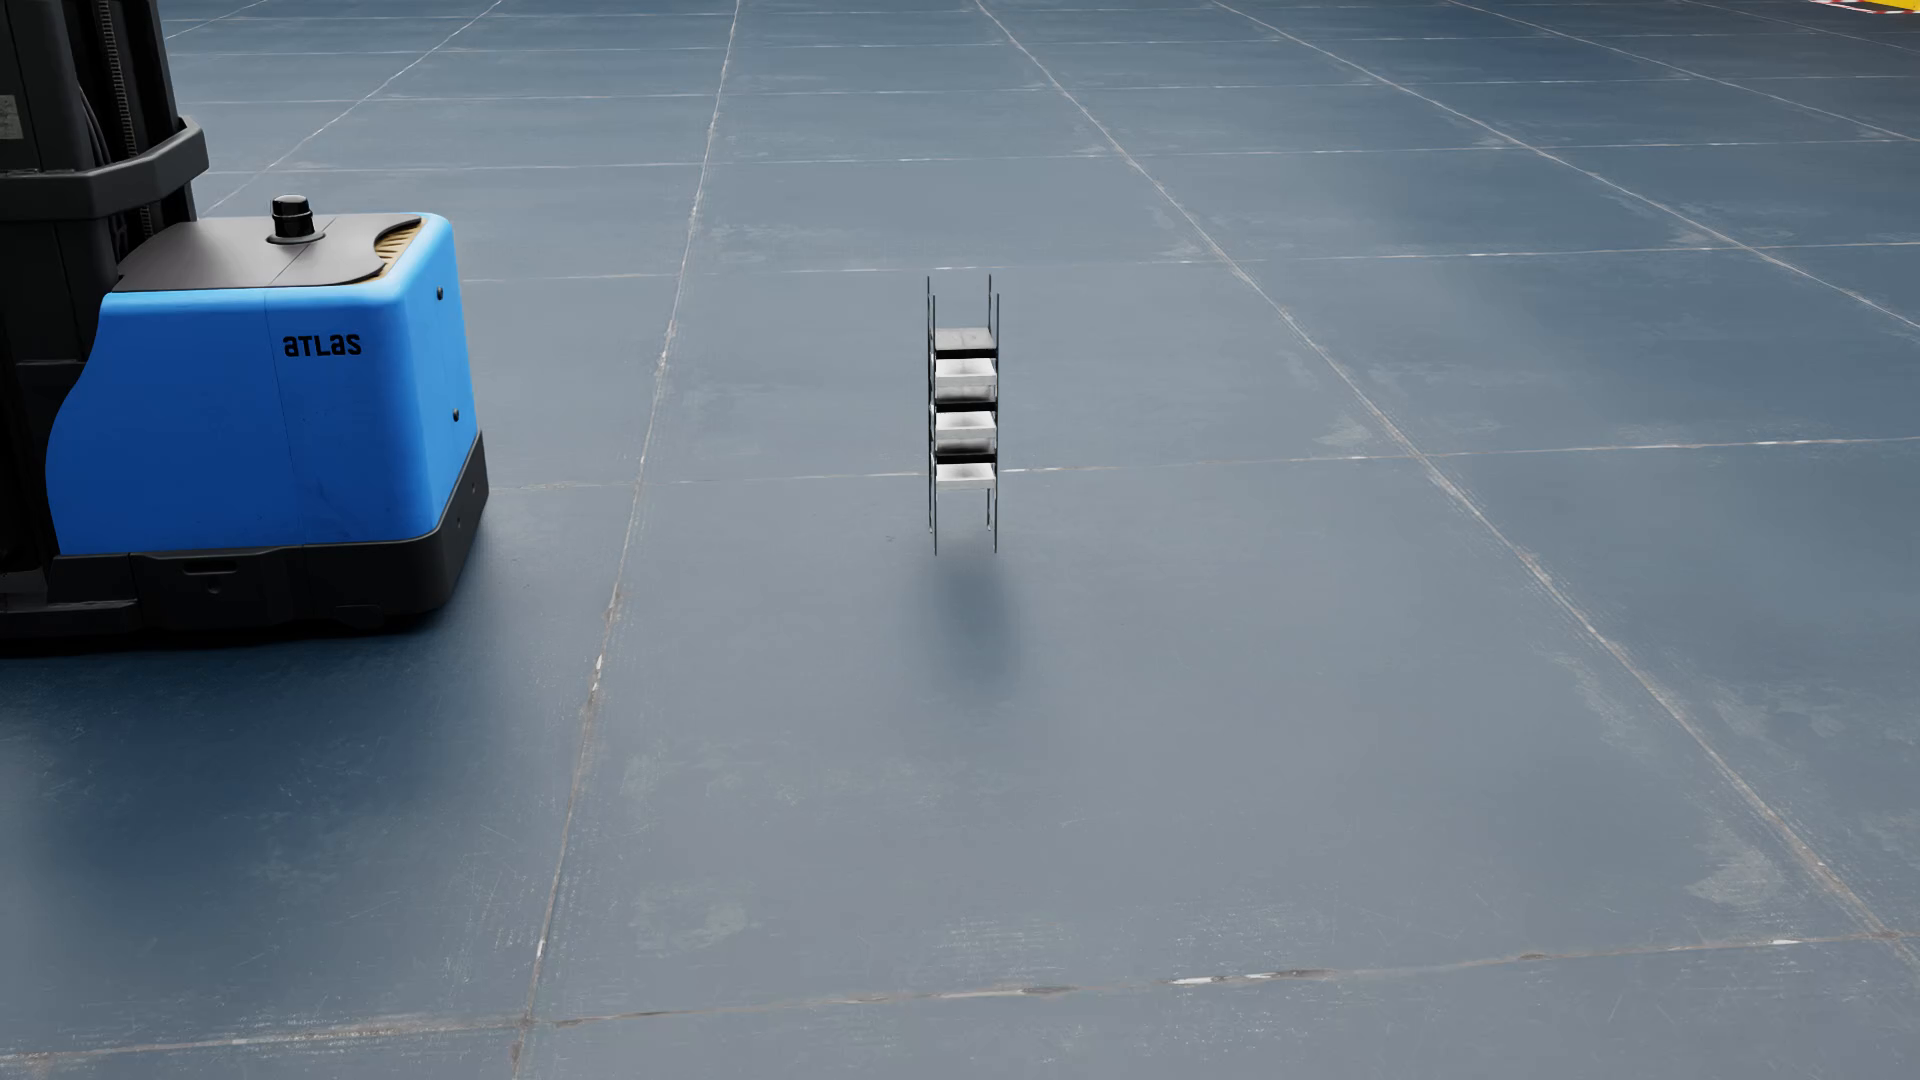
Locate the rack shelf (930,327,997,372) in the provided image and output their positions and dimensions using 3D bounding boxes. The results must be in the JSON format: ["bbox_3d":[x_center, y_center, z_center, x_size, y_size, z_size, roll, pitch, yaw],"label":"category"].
[{"bbox_3d":[0.008,-0.628,5.434,0.200,0.077,0.258,-2,24,-5],"label":"rack shelf"}]

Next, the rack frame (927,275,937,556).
[{"bbox_3d":[-0.093,-0.407,5.521,0.006,0.900,0.240,-2,24,-5],"label":"rack frame"}]

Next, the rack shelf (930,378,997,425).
[{"bbox_3d":[0.008,-0.463,5.507,0.200,0.077,0.258,-2,24,-5],"label":"rack shelf"}]

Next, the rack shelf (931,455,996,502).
[{"bbox_3d":[0.008,-0.217,5.616,0.200,0.077,0.258,-2,24,-5],"label":"rack shelf"}]

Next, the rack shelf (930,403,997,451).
[{"bbox_3d":[0.008,-0.381,5.543,0.200,0.077,0.258,-2,24,-5],"label":"rack shelf"}]

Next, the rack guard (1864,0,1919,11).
[{"bbox_3d":[11.688,-6.856,20.521,0.348,0.500,1.175,-2,24,-5],"label":"rack guard"}]

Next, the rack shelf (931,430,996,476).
[{"bbox_3d":[0.008,-0.299,5.580,0.200,0.077,0.258,-2,24,-5],"label":"rack shelf"}]

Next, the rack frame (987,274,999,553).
[{"bbox_3d":[0.109,-0.416,5.539,0.006,0.900,0.240,-2,24,-5],"label":"rack frame"}]

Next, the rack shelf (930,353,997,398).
[{"bbox_3d":[0.008,-0.546,5.470,0.200,0.077,0.258,-2,24,-5],"label":"rack shelf"}]

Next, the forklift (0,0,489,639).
[{"bbox_3d":[-3.127,-1.195,4.792,3.031,2.935,1.130,-3,24,-6],"label":"forklift"}]

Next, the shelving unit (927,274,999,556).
[{"bbox_3d":[0.008,-0.412,5.530,0.210,0.900,0.258,-2,24,-5],"label":"shelving unit"}]
